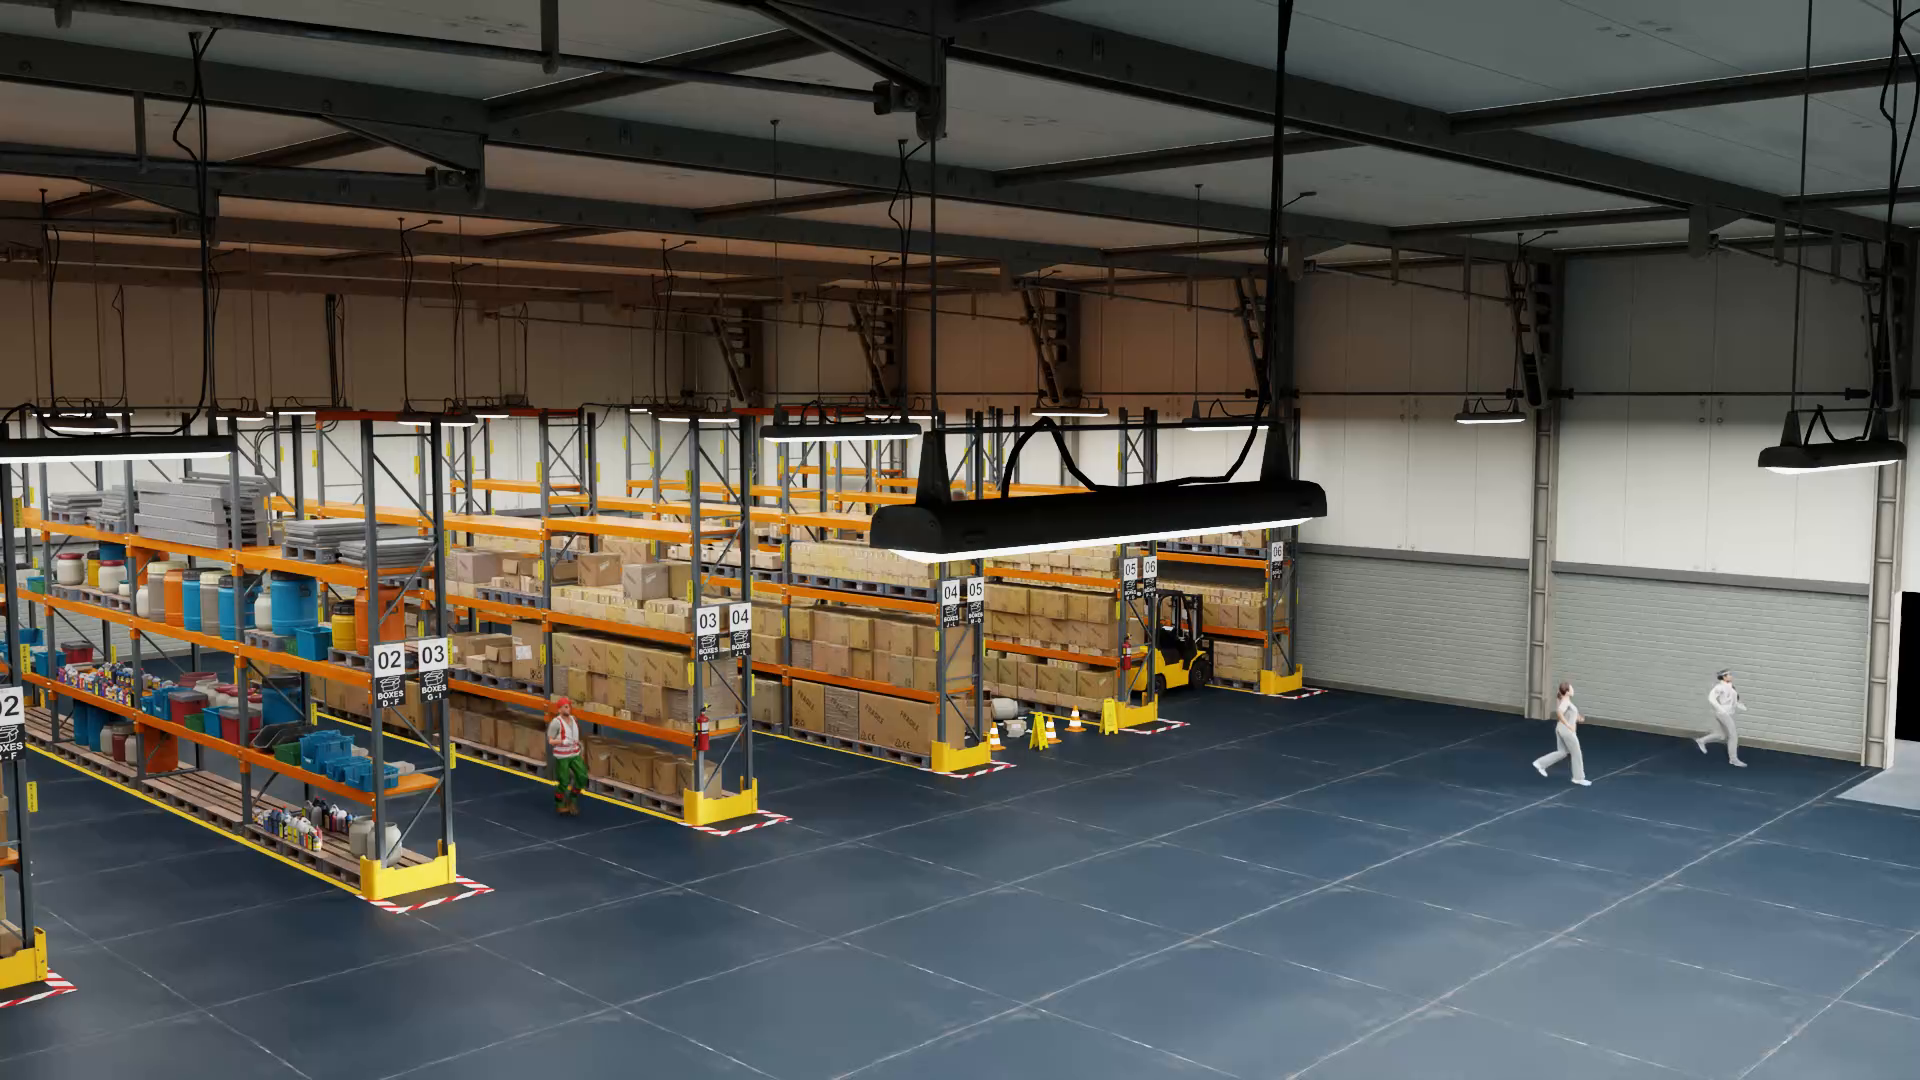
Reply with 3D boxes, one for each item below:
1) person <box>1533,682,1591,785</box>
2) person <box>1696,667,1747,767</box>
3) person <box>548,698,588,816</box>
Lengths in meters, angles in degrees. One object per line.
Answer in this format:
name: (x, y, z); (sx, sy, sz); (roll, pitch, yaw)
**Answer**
person: (9.749, 3.126, 26.857); (0.928, 1.675, 0.568); (0, 5, 3)
person: (13.012, 2.992, 28.394); (0.843, 1.696, 0.618); (4, 6, 37)
person: (-5.827, 3.248, 24.823); (0.655, 1.795, 0.634); (5, 7, 42)
